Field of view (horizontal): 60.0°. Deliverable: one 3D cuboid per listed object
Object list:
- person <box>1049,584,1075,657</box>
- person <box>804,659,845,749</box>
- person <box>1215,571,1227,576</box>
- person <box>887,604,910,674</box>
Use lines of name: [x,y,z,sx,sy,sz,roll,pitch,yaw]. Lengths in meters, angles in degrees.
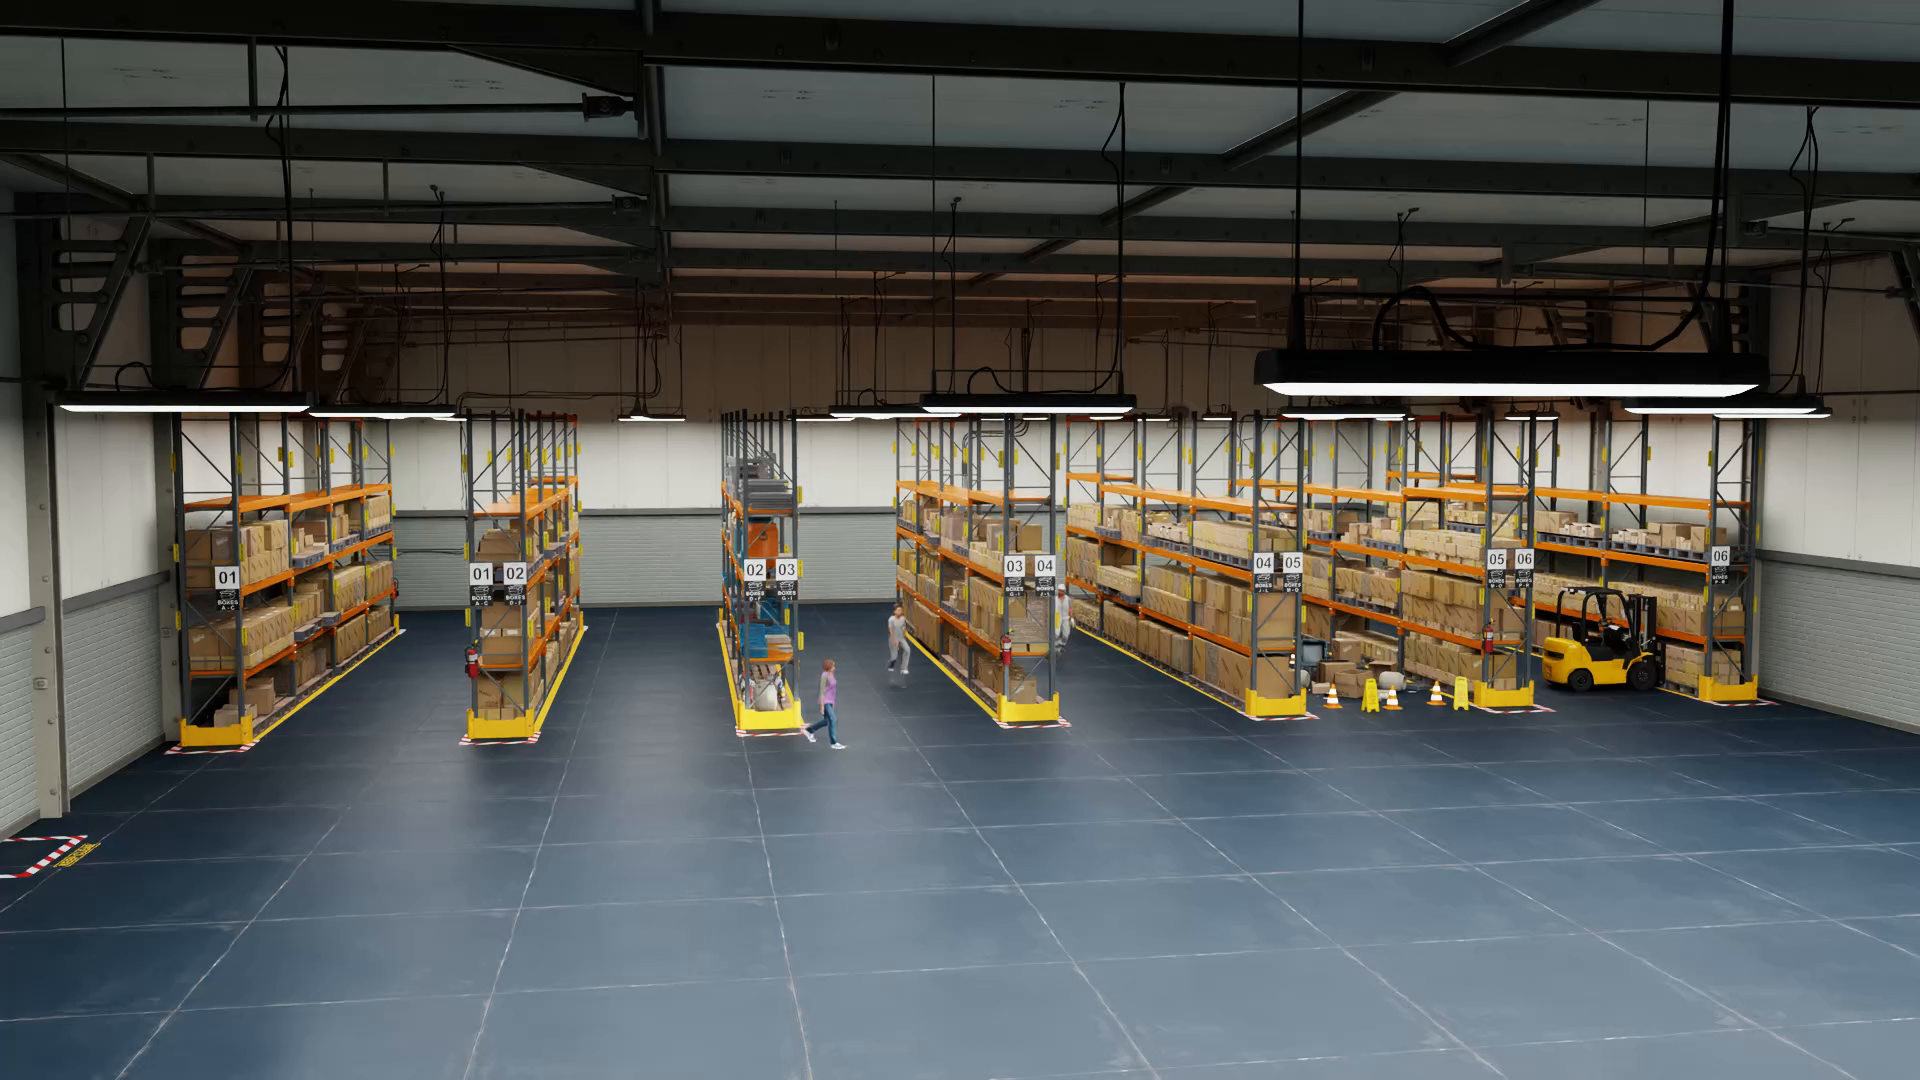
person: [2.412,1.879,39.374,0.573,1.694,0.657,-1,4,-10]
person: [-2.389,2.936,29.420,0.812,1.451,0.447,1,4,14]
person: [8.277,1.208,52.208,1.099,1.738,0.567,-1,4,-16]
person: [-1.347,2.163,36.335,0.450,1.511,1.018,-2,4,-24]
